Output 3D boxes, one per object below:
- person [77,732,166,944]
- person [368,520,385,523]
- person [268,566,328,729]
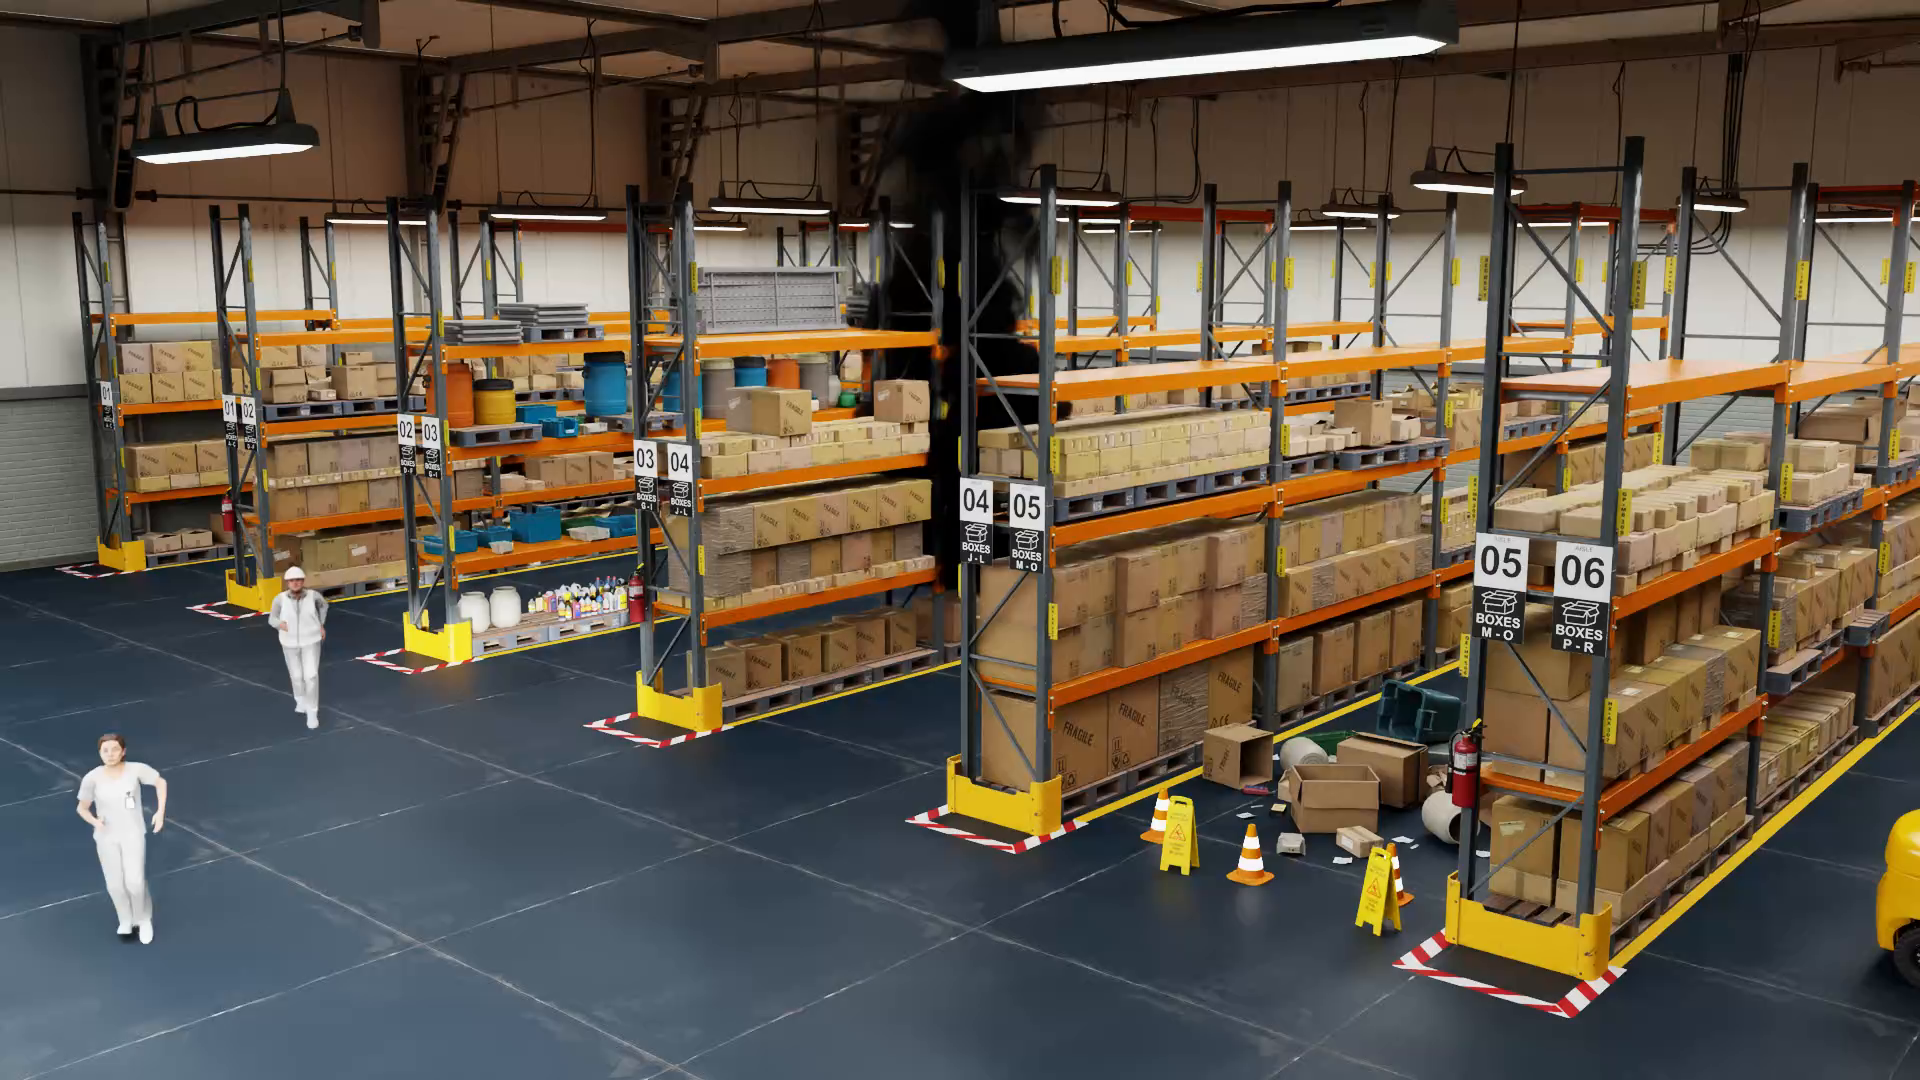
[{"bbox_3d":[-6.349,2.281,12.628,0.592,1.678,0.664,-3,10,-19],"label":"person"},{"bbox_3d":[-10.027,-0.465,28.695,0.672,1.760,0.993,7,12,36],"label":"person"},{"bbox_3d":[-7.470,1.186,18.808,0.604,1.822,0.840,-2,10,-13],"label":"person"}]
